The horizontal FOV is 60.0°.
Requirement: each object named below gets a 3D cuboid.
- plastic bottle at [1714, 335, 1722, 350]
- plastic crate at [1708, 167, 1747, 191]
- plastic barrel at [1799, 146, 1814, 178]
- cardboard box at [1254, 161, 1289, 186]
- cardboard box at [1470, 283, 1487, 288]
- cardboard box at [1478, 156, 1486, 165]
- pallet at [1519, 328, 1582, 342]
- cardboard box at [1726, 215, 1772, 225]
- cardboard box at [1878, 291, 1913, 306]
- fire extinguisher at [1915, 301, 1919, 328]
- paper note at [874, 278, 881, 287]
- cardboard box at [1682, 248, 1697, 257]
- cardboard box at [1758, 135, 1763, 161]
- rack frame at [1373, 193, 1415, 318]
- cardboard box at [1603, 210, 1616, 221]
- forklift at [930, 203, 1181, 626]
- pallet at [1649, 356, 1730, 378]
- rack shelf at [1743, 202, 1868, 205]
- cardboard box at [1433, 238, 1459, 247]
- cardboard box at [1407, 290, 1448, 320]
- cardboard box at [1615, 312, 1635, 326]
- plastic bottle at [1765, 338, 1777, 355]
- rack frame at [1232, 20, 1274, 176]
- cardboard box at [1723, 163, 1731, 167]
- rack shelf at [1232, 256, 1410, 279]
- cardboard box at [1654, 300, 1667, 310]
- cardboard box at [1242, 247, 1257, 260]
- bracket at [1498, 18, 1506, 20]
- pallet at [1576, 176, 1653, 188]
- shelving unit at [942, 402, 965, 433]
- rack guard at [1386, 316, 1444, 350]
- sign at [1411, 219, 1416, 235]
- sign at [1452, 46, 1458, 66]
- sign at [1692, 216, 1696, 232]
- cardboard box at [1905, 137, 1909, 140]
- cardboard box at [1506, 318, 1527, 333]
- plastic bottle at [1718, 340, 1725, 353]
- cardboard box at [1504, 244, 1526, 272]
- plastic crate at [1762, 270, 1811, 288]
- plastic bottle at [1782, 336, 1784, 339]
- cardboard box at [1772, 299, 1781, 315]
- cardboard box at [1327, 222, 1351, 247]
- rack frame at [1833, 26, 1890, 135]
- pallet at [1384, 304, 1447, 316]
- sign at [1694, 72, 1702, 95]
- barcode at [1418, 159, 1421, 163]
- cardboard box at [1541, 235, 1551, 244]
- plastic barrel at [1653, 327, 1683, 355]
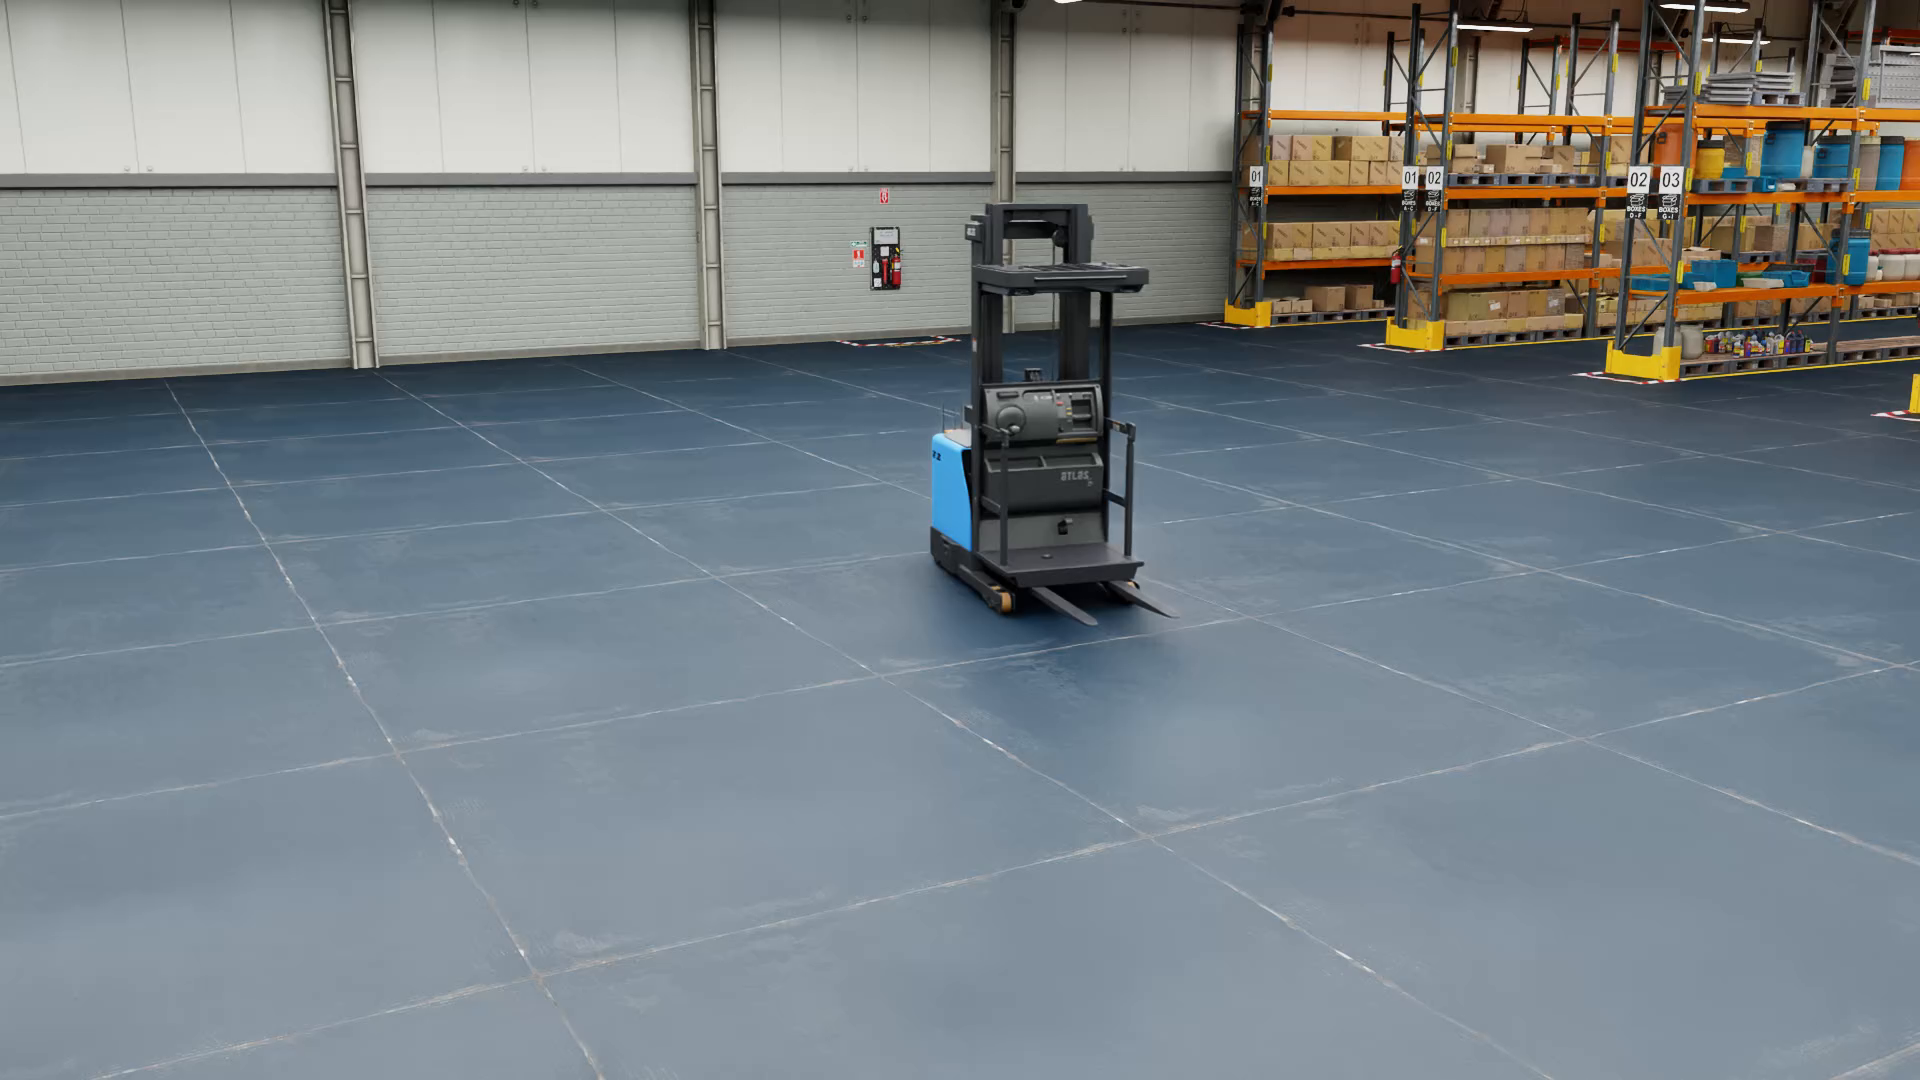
[{"bbox_3d":[12.398,-3.226,27.311,0.135,0.276,0.152,-7,15,-29],"label":"plastic bottle"},{"bbox_3d":[12.169,-5.740,26.489,0.575,0.384,0.392,-7,14,-28],"label":"plastic crate"},{"bbox_3d":[13.679,-6.162,27.116,0.421,0.512,0.421,0,13,0],"label":"plastic barrel"},{"bbox_3d":[6.306,-7.444,33.751,0.500,0.500,0.500,-6,14,-26],"label":"cardboard box"},{"bbox_3d":[11.377,-5.597,37.338,0.500,0.500,0.700,-7,14,-28],"label":"cardboard box"},{"bbox_3d":[9.642,-6.905,30.554,0.500,0.311,0.500,-5,14,-21],"label":"cardboard box"},{"bbox_3d":[11.063,-3.966,31.751,1.213,0.211,1.003,-7,14,-28],"label":"pallet"},{"bbox_3d":[19.494,-7.709,41.350,0.700,0.700,0.980,-6,14,-25],"label":"cardboard box"},{"bbox_3d":[20.449,-5.439,36.629,0.637,0.503,0.797,-7,14,-28],"label":"cardboard box"},{"bbox_3d":[12.692,-3.111,21.776,0.183,0.674,0.296,-7,14,-28],"label":"fire extinguisher"},{"bbox_3d":[-1.549,-4.857,31.365,0.142,0.148,0.016,-7,14,-28],"label":"paper note"},{"bbox_3d":[14.414,-5.723,33.408,0.500,0.311,0.500,-7,14,-29],"label":"cardboard box"},{"bbox_3d":[16.125,-7.921,33.637,0.500,0.500,0.500,-7,14,-28],"label":"cardboard box"},{"bbox_3d":[9.404,-6.356,36.021,0.127,3.000,1.000,-7,14,-28],"label":"rack frame"},{"bbox_3d":[14.790,-7.510,38.487,0.500,0.250,0.500,-7,15,-29],"label":"cardboard box"},{"bbox_3d":[0.703,-0.984,12.308,1.130,2.935,3.031,-4,13,-18],"label":"forklift"},{"bbox_3d":[11.400,-2.767,26.425,1.213,0.211,1.003,-7,14,-28],"label":"pallet"},{"bbox_3d":[17.047,-7.146,34.335,4.000,0.370,1.077,-7,14,-28],"label":"rack shelf"},{"bbox_3d":[8.717,-5.346,29.828,0.250,0.149,0.380,-7,14,-28],"label":"cardboard box"},{"bbox_3d":[8.598,-4.324,30.590,0.500,0.500,0.500,-7,14,-28],"label":"cardboard box"},{"bbox_3d":[12.703,-4.314,32.251,0.500,0.250,0.500,-6,14,-26],"label":"cardboard box"},{"bbox_3d":[13.127,-3.139,26.927,0.135,0.276,0.152,-7,14,-27],"label":"plastic bottle"},{"bbox_3d":[5.893,-8.862,33.492,0.127,3.000,1.000,-7,14,-28],"label":"rack frame"},{"bbox_3d":[14.920,-7.359,33.031,0.500,0.250,0.500,-8,15,-32],"label":"cardboard box"},{"bbox_3d":[7.648,-5.795,35.165,4.000,0.370,1.077,-7,14,-28],"label":"rack shelf"},{"bbox_3d":[13.611,-4.696,32.674,0.500,0.311,0.500,-6,14,-26],"label":"cardboard box"},{"bbox_3d":[6.210,-5.959,34.550,0.500,0.250,0.500,-7,14,-27],"label":"cardboard box"},{"bbox_3d":[11.894,-11.465,36.860,0.430,0.232,0.235,-7,14,-28],"label":"bracket"},{"bbox_3d":[12.549,-6.867,31.896,1.217,0.209,0.805,-8,15,-30],"label":"pallet"},{"bbox_3d":[-0.013,-0.584,14.471,0.189,1.200,0.258,-7,14,-28],"label":"shelving unit"},{"bbox_3d":[8.249,-3.759,30.174,0.348,0.500,1.175,-7,14,-28],"label":"rack guard"},{"bbox_3d":[9.671,-6.675,35.465,0.005,0.325,0.100,-7,14,-28],"label":"sign"},{"bbox_3d":[8.530,-8.333,28.654,0.005,0.325,0.100,-7,14,-28],"label":"sign"},{"bbox_3d":[15.023,-6.453,33.992,0.005,0.325,0.100,-7,14,-28],"label":"sign"},{"bbox_3d":[19.718,-8.327,35.443,0.500,0.500,0.700,-7,14,-28],"label":"cardboard box"},{"bbox_3d":[10.164,-4.016,30.927,0.500,0.250,0.500,-7,14,-28],"label":"cardboard box"},{"bbox_3d":[12.474,-3.167,27.221,0.097,0.201,0.097,0,13,0],"label":"plastic bottle"},{"bbox_3d":[10.043,-5.240,30.833,0.500,0.500,0.700,-6,14,-26],"label":"cardboard box"},{"bbox_3d":[13.309,-4.206,26.804,0.616,0.251,0.499,-7,14,-28],"label":"plastic crate"},{"bbox_3d":[13.462,-3.215,27.266,0.135,0.276,0.152,-7,14,-28],"label":"plastic bottle"},{"bbox_3d":[16.728,-4.919,34.324,0.500,0.500,0.500,-7,14,-29],"label":"cardboard box"},{"bbox_3d":[7.798,-6.390,34.759,0.500,0.500,0.500,-6,14,-26],"label":"cardboard box"},{"bbox_3d":[18.803,-9.170,34.862,0.127,3.000,1.000,-7,14,-28],"label":"rack frame"},{"bbox_3d":[10.086,-5.078,36.692,1.213,0.211,1.003,-7,14,-28],"label":"pallet"},{"bbox_3d":[10.900,-6.745,24.559,0.005,0.325,0.100,-7,14,-28],"label":"sign"},{"bbox_3d":[8.303,-6.852,30.072,0.075,0.075,0.001,-7,14,-28],"label":"barcode"},{"bbox_3d":[10.751,-5.591,30.914,0.250,0.149,0.380,-7,14,-28],"label":"cardboard box"},{"bbox_3d":[11.181,-3.101,26.268,0.421,0.512,0.421,0,13,0],"label":"plastic barrel"}]
